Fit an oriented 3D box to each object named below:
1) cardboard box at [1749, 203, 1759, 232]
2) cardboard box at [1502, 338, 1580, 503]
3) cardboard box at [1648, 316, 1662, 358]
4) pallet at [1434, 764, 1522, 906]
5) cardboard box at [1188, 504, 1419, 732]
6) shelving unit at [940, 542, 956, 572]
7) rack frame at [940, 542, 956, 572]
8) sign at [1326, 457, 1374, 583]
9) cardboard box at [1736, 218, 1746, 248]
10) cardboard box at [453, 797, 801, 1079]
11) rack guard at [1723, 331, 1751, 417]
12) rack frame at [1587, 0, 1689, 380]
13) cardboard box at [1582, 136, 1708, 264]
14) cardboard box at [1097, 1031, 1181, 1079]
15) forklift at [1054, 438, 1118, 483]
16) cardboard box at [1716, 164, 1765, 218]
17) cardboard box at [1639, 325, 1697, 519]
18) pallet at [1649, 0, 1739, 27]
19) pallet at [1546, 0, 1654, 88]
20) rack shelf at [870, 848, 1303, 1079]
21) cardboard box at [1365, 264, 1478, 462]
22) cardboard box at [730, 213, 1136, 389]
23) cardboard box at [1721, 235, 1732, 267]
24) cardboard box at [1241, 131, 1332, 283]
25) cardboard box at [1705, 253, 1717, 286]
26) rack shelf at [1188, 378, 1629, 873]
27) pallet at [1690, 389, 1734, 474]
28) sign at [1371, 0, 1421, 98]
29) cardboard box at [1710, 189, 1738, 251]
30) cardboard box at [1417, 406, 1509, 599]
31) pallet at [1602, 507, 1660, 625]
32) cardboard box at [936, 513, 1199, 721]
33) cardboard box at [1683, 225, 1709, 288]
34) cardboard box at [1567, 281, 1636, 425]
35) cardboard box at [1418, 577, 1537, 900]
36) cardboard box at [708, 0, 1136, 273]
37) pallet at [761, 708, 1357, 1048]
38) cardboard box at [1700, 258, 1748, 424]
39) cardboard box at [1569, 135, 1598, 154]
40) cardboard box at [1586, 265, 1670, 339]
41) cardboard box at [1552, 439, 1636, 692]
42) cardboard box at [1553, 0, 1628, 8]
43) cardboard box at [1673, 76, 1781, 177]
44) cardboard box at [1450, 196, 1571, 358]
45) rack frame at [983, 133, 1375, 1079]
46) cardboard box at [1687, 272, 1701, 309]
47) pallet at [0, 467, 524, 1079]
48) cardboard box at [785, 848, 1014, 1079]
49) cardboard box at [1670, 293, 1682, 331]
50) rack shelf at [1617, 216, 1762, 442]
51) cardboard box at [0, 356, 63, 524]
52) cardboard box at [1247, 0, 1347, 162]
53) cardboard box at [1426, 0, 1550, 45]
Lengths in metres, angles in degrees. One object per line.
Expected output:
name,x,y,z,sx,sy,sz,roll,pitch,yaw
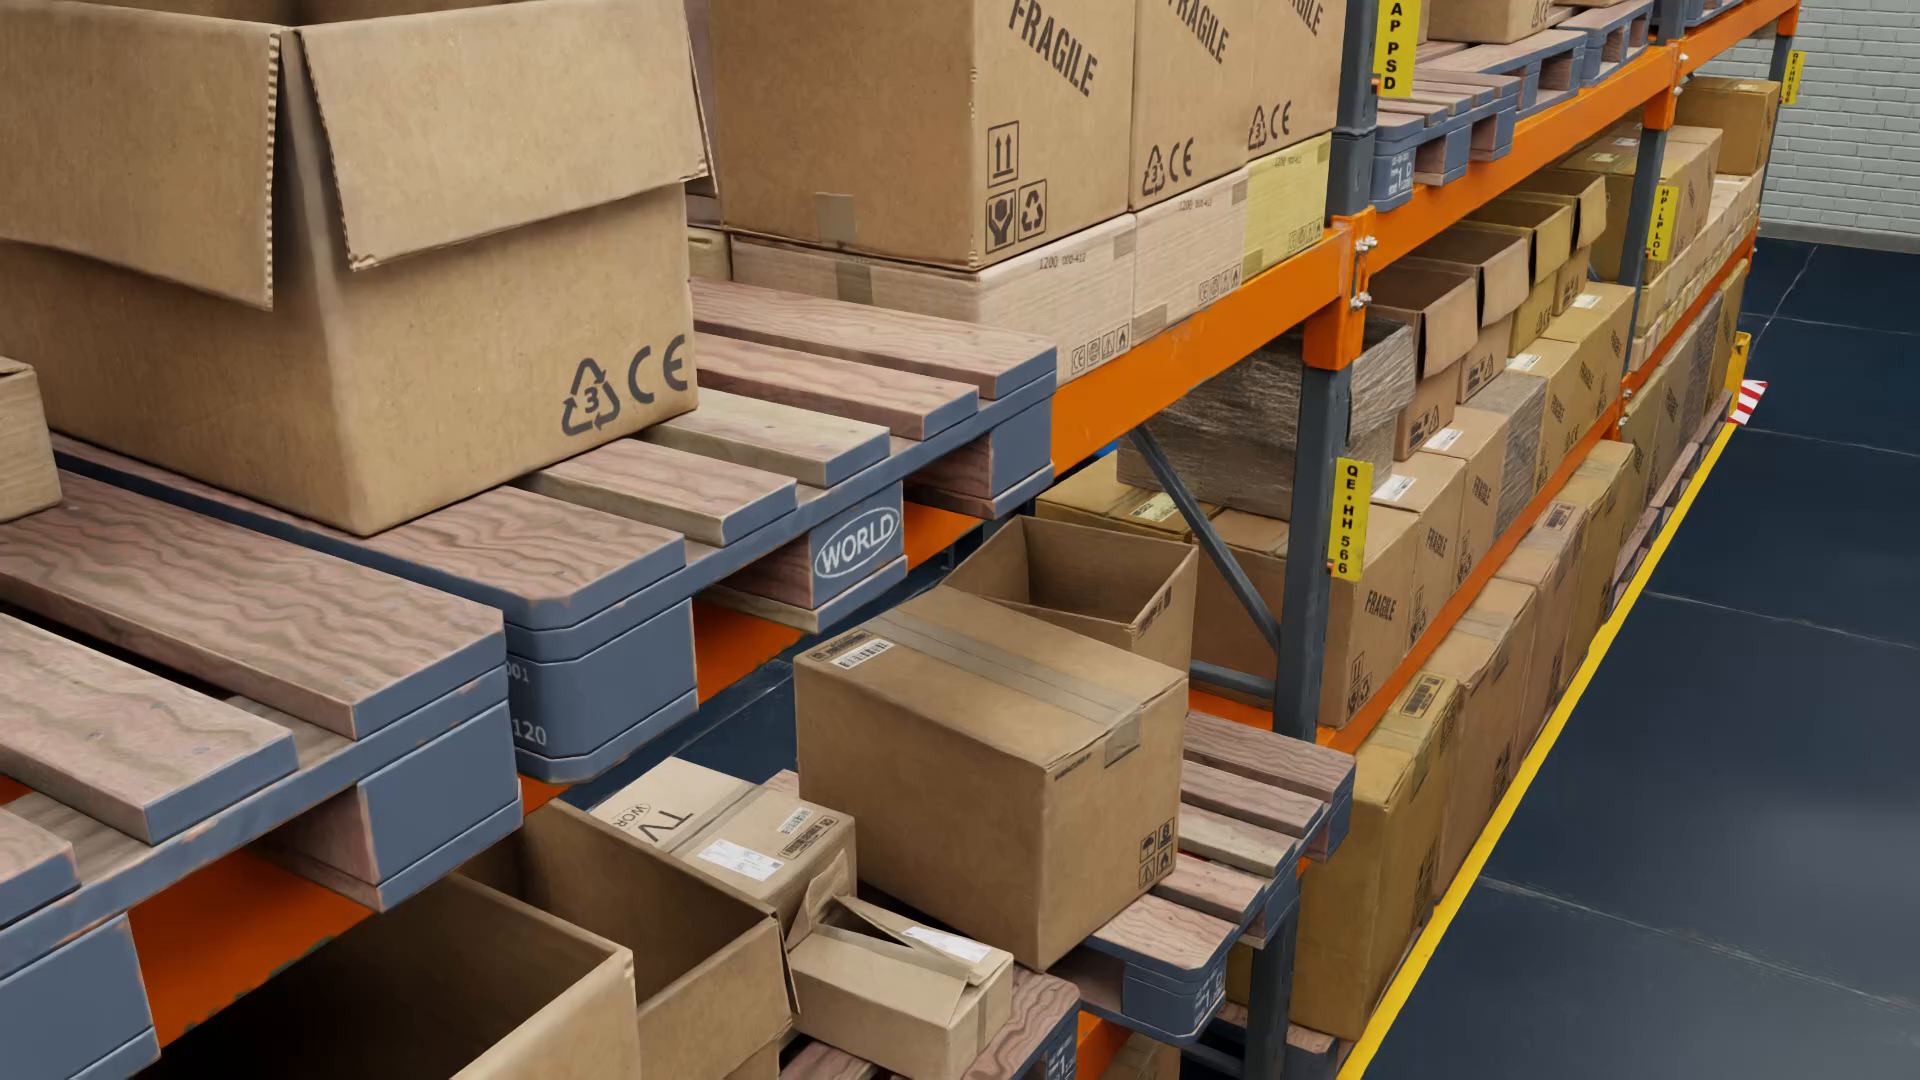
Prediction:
cardboard box,4.833,-2.061,10.552,0.380,0.149,0.250,14,27,30
cardboard box,2.080,-0.503,6.510,0.500,0.500,0.500,14,27,28
cardboard box,3.209,-1.019,8.145,0.380,0.149,0.250,13,27,27
pallet,1.646,0.954,6.781,1.003,0.211,1.213,14,27,29
cardboard box,1.009,0.182,4.929,0.500,0.500,0.500,15,27,30
shelving unit,-0.004,-0.686,8.947,0.431,1.500,0.755,14,27,29
rack frame,-0.197,-0.562,8.661,0.400,1.500,0.023,14,27,29
sign,0.988,-0.050,4.232,0.100,0.325,0.005,14,27,29
cardboard box,4.564,-1.888,10.152,0.380,0.149,0.250,14,27,29
cardboard box,-0.752,0.840,2.875,0.797,0.503,0.637,17,29,34
rack guard,4.754,-1.227,11.454,1.175,0.500,0.348,14,27,29
rack frame,2.632,-1.016,7.820,1.000,3.000,0.127,14,27,29
cardboard box,3.368,-1.700,8.272,0.500,0.500,0.500,14,27,29
cardboard box,0.185,1.510,4.579,0.700,0.500,0.500,12,26,26
forklift,1.706,-2.021,10.230,3.031,2.935,1.130,-22,31,-40
cardboard box,4.711,-2.214,10.403,0.500,0.250,0.500,13,27,28
cardboard box,3.522,-0.743,9.337,0.875,0.875,0.875,14,27,29
pallet,3.072,-2.625,7.875,1.003,0.211,1.213,14,27,29
pallet,2.190,-1.985,6.524,0.805,0.209,1.217,13,26,27
rack shelf,-0.533,1.340,3.285,1.077,0.370,4.000,14,27,29
cardboard box,1.267,-0.635,5.552,0.797,0.503,0.637,15,27,30
cardboard box,-0.038,-0.422,2.863,0.500,0.250,0.500,15,27,30
cardboard box,4.296,-1.716,9.755,0.380,0.149,0.250,13,27,28
cardboard box,0.479,-0.761,3.646,0.500,0.250,0.500,14,27,29
cardboard box,4.027,-1.545,9.360,0.380,0.149,0.250,14,27,30
rack shelf,1.577,-0.010,6.404,1.077,0.370,4.000,14,27,29
pallet,4.386,-0.800,10.832,1.003,0.211,1.213,14,27,29
sign,0.982,-1.165,3.739,0.100,0.325,0.005,14,27,29
cardboard box,4.175,-1.871,9.611,0.500,0.250,0.500,13,27,27
cardboard box,1.547,-0.167,5.733,0.500,0.500,0.500,13,27,28
pallet,3.099,0.024,8.929,1.003,0.211,1.213,14,27,29
cardboard box,0.271,0.286,4.158,0.500,0.500,0.500,10,25,23
cardboard box,3.637,-1.530,8.822,0.500,0.250,0.500,15,27,30
cardboard box,2.617,-0.846,7.304,0.500,0.500,0.500,14,27,29
cardboard box,1.380,0.589,6.260,1.225,0.875,0.875,14,27,29
cardboard box,-0.053,-0.765,2.710,0.500,0.500,0.500,14,27,30
pallet,0.236,0.685,4.133,1.213,0.211,1.003,14,27,29
cardboard box,4.472,-1.351,10.740,0.875,0.875,0.875,14,27,29
cardboard box,2.915,-1.807,8.519,0.500,0.500,0.500,14,27,29
cardboard box,3.102,-1.187,8.031,0.500,0.250,0.500,13,27,28
cardboard box,2.311,-0.013,7.650,1.225,0.875,0.875,14,27,29
cardboard box,2.334,-2.433,6.664,0.700,0.500,0.500,15,27,30
cardboard box,4.708,-2.558,10.254,0.500,0.500,0.500,14,27,30
cardboard box,1.930,-1.075,6.570,0.797,0.503,0.637,14,27,30
rack frame,0.522,0.334,4.702,1.000,3.000,0.127,14,27,29
cardboard box,3.753,-1.368,8.951,0.380,0.149,0.250,14,27,30
pallet,-1.172,0.208,1.454,1.213,0.211,1.003,14,27,29
cardboard box,-0.129,0.823,3.214,0.396,0.266,0.258,13,27,27
cardboard box,3.484,-1.197,8.556,0.380,0.149,0.250,13,27,28
rack shelf,3.687,-1.360,9.523,1.077,0.370,4.000,14,27,29
cardboard box,-1.177,-0.161,1.712,0.396,0.266,0.258,15,28,31
cardboard box,0.482,-1.104,3.494,0.500,0.500,0.500,15,27,30
cardboard box,1.581,-1.976,5.605,0.797,0.503,0.637,13,27,28
